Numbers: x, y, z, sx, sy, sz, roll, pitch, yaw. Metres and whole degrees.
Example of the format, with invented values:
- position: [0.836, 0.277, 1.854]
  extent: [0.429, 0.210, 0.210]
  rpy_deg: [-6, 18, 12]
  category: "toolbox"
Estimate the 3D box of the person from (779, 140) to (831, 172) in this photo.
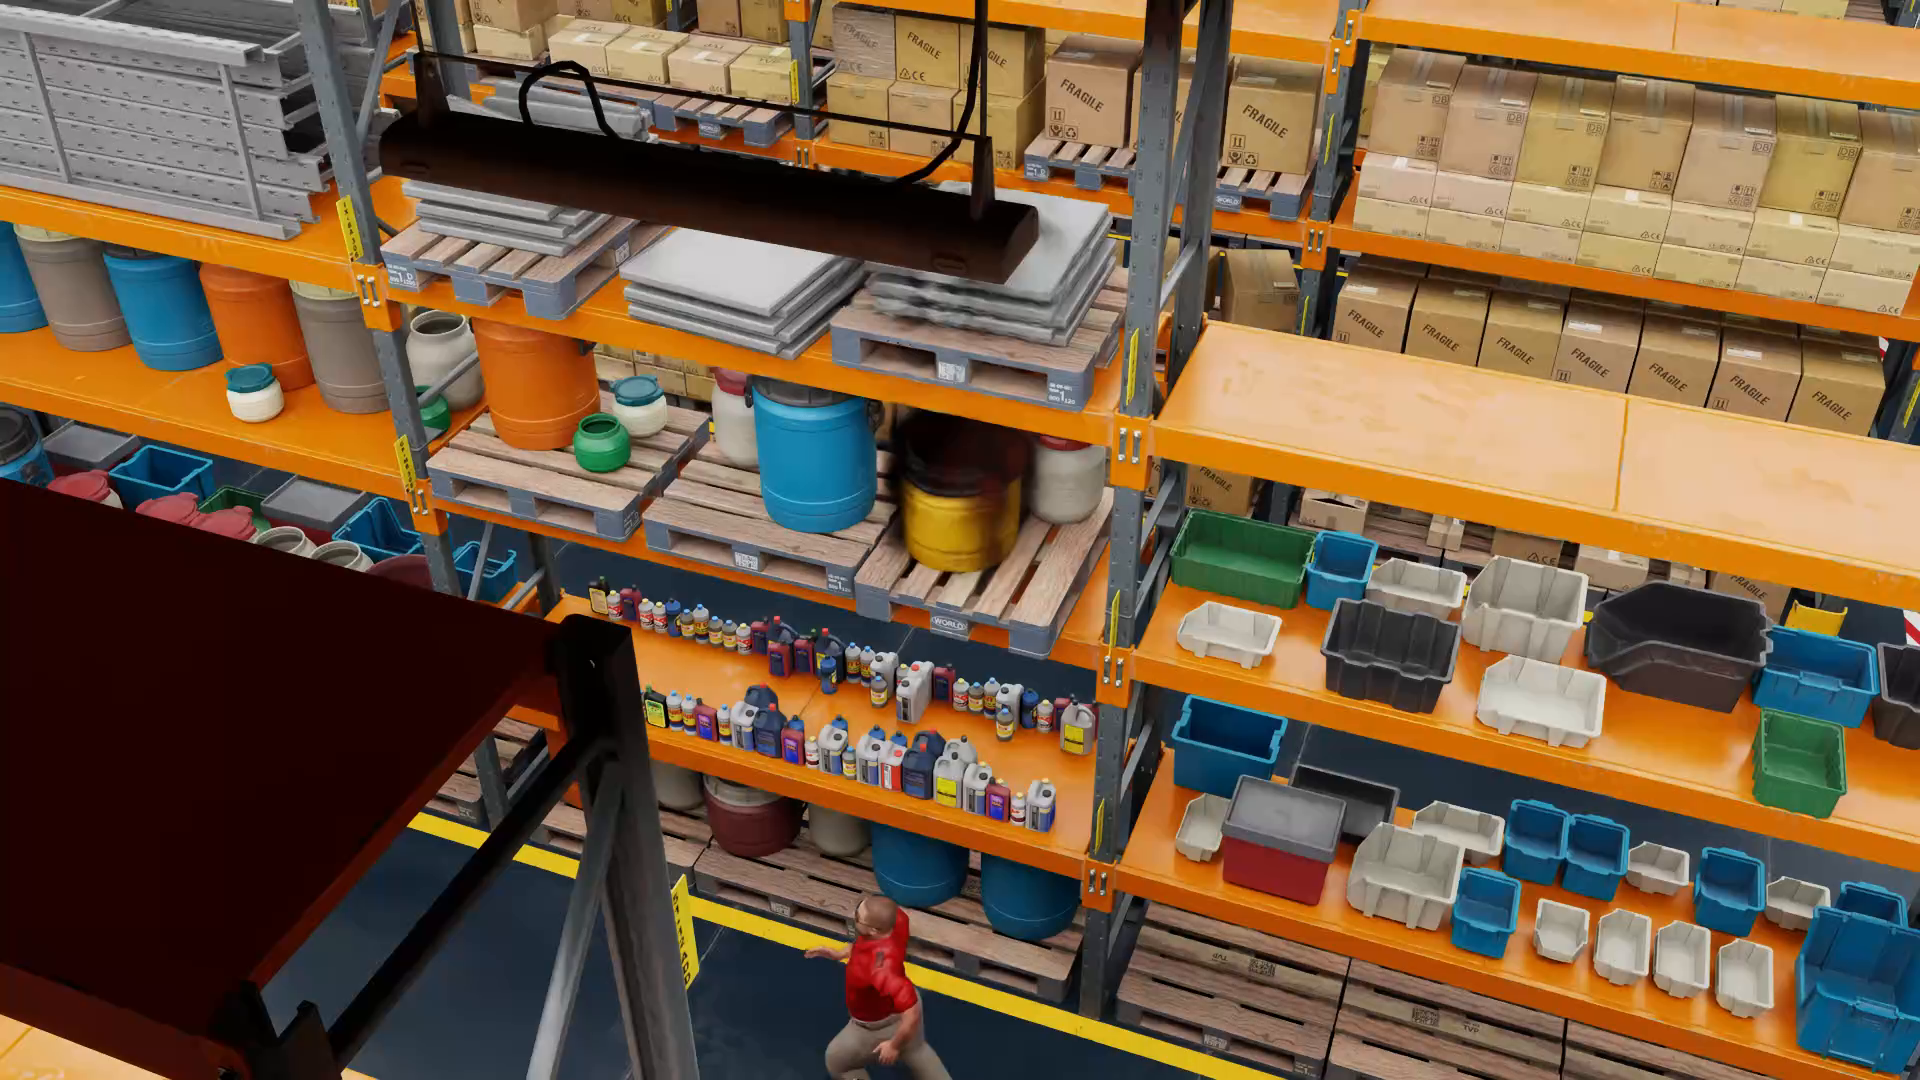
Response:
- position: [-1.417, -3.500, 16.739]
  extent: [0.922, 1.659, 0.598]
  rpy_deg: [3, 37, 5]
  category: "person"

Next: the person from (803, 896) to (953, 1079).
- position: [-0.400, 2.482, 8.612]
  extent: [0.851, 1.789, 0.641]
  rpy_deg: [9, 37, 12]
  category: "person"
